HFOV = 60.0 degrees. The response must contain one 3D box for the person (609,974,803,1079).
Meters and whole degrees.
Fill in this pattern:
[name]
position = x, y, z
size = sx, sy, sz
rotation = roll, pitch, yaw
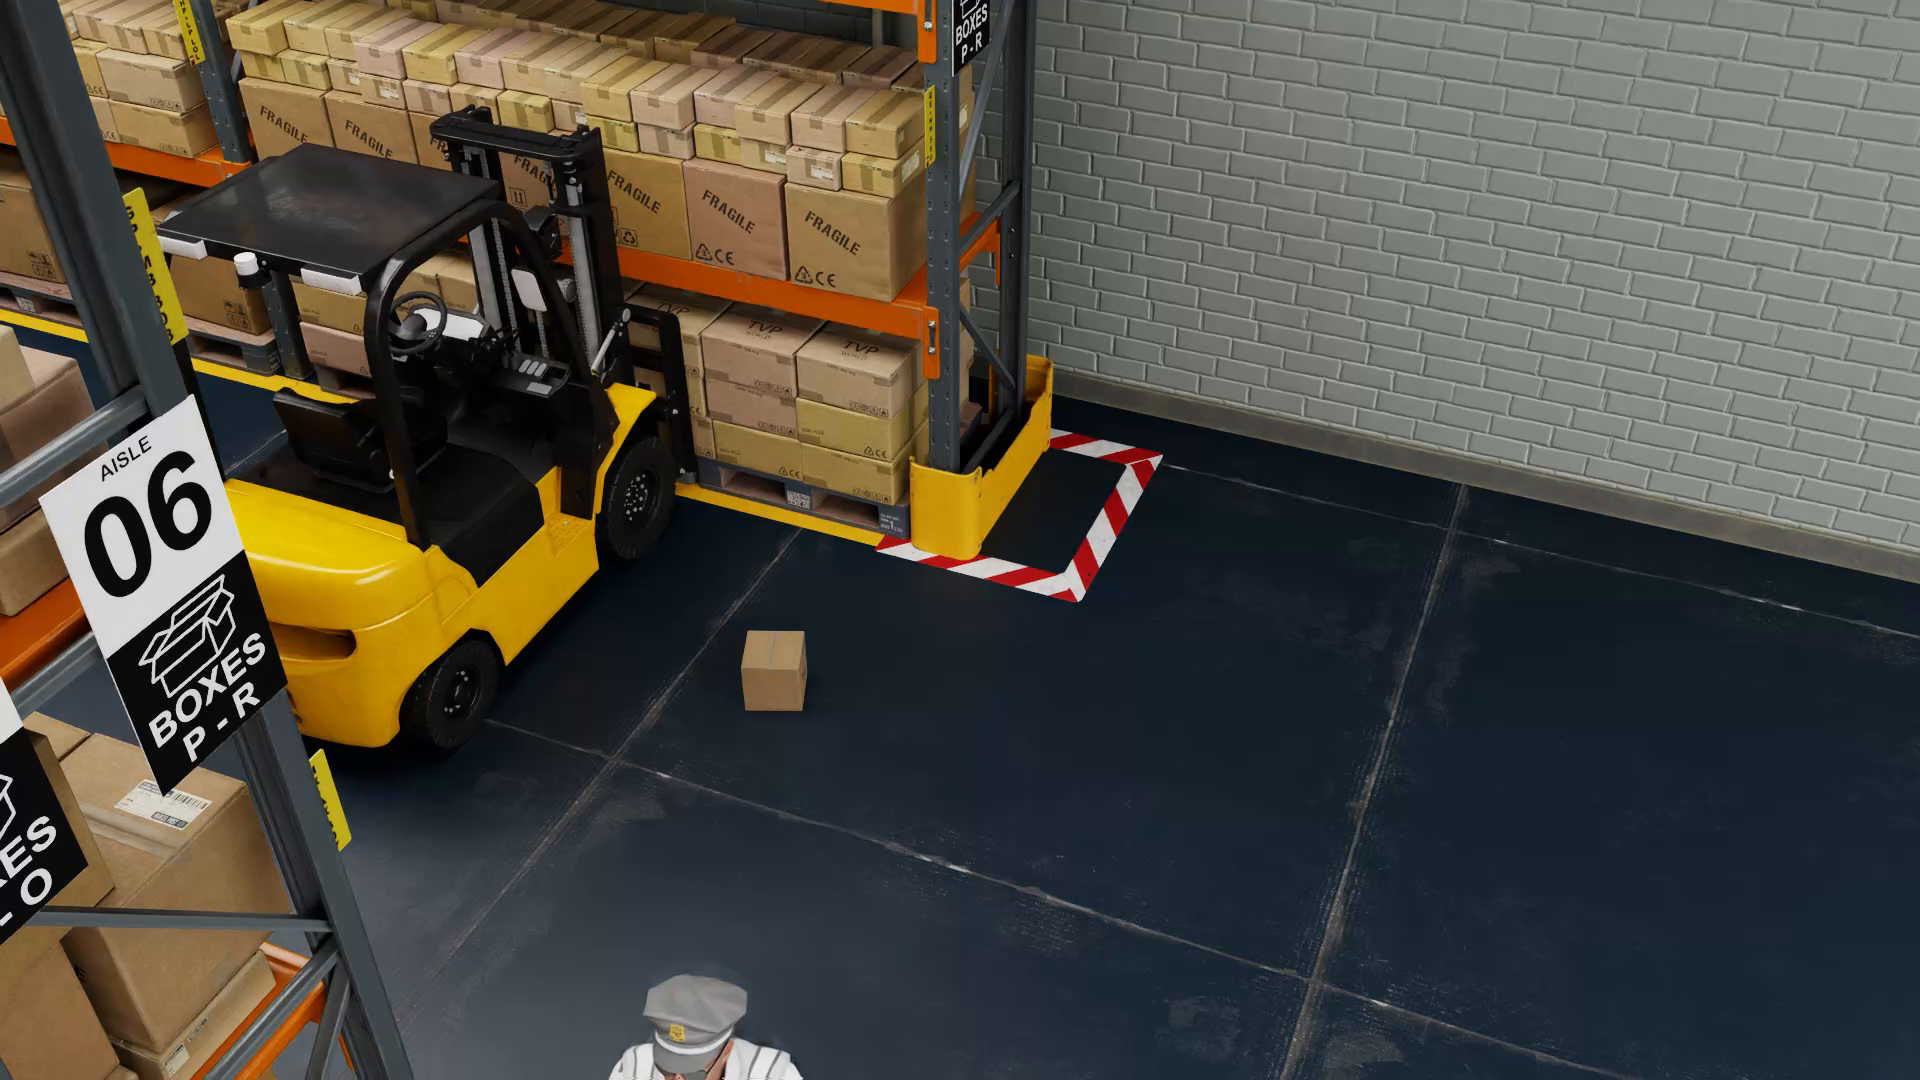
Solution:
[person]
position = -0.652, 1.853, 4.395
size = 0.589, 1.845, 0.659
rotation = 6, 38, 7
